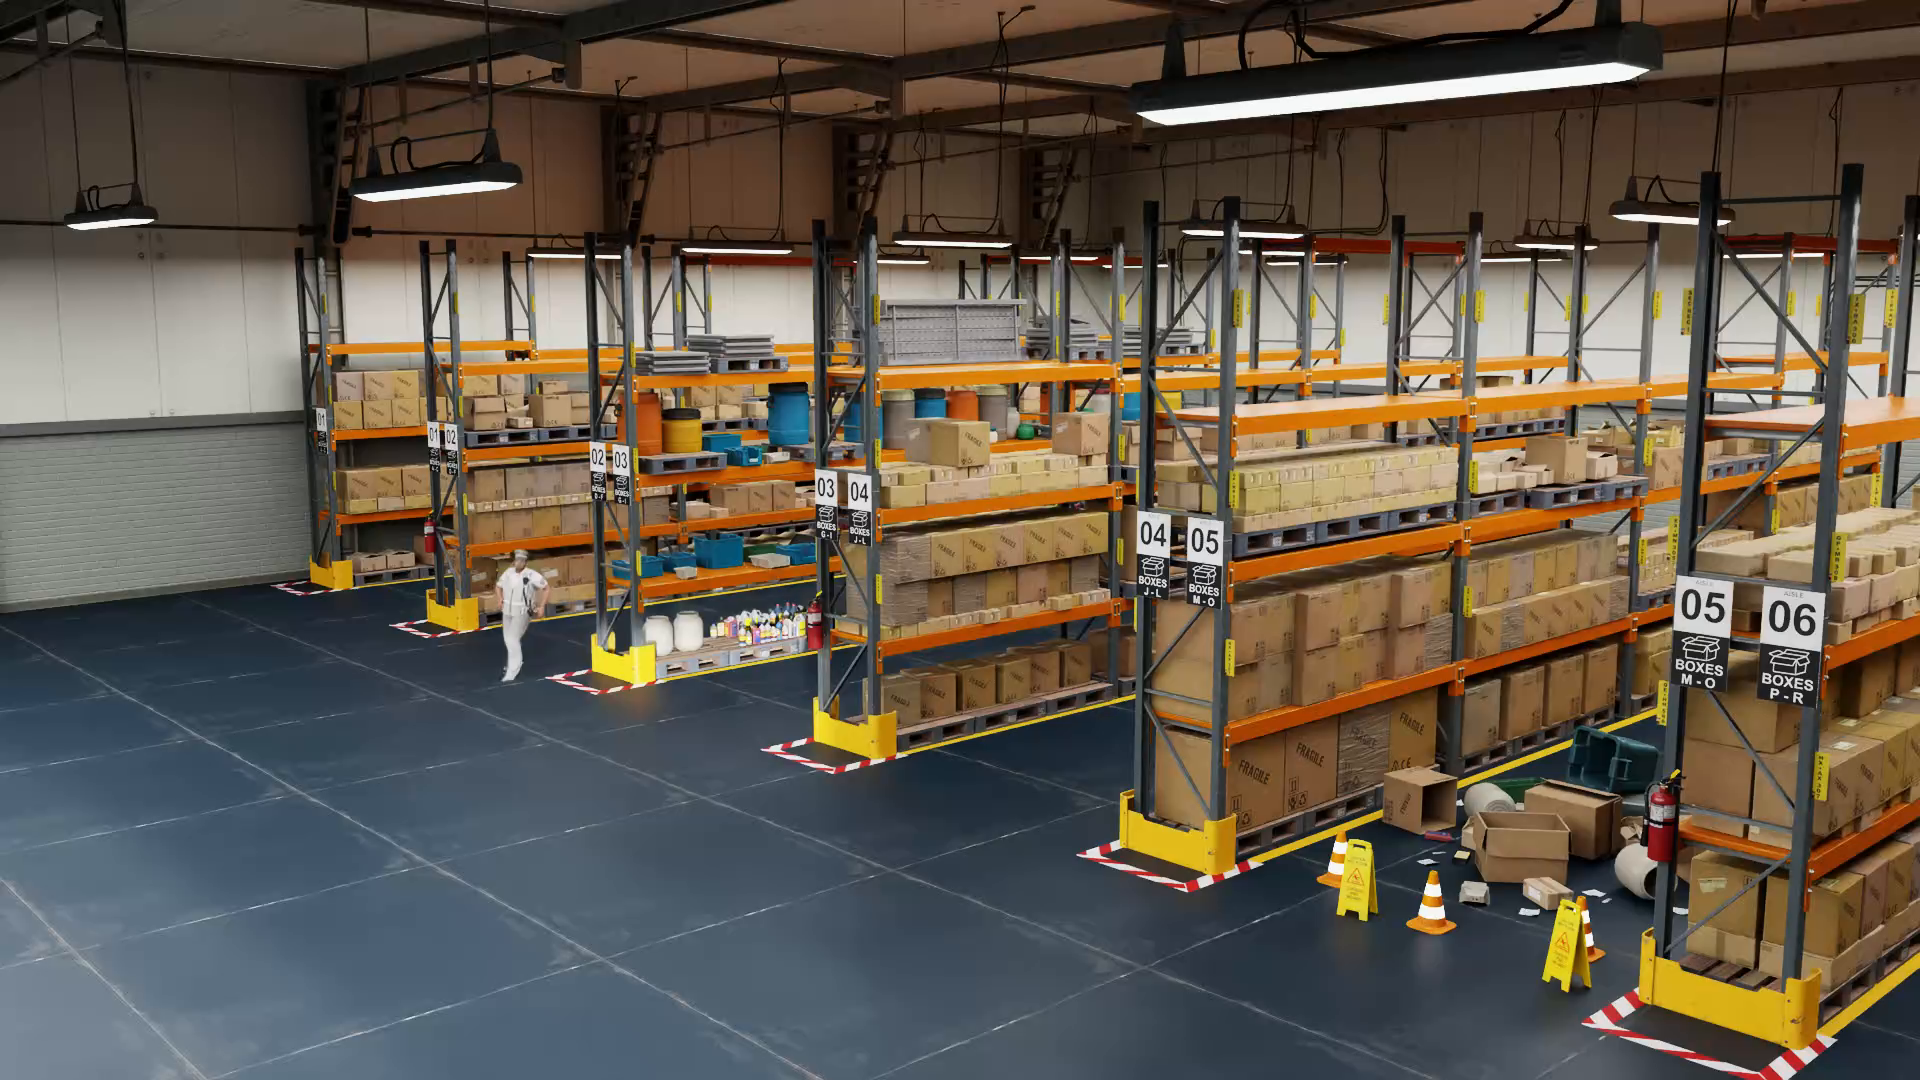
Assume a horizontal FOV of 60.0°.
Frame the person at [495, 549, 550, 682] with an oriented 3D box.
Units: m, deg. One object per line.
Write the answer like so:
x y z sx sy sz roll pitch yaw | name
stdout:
-5.967 1.015 22.574 0.726 1.821 0.670 3 9 17 | person
